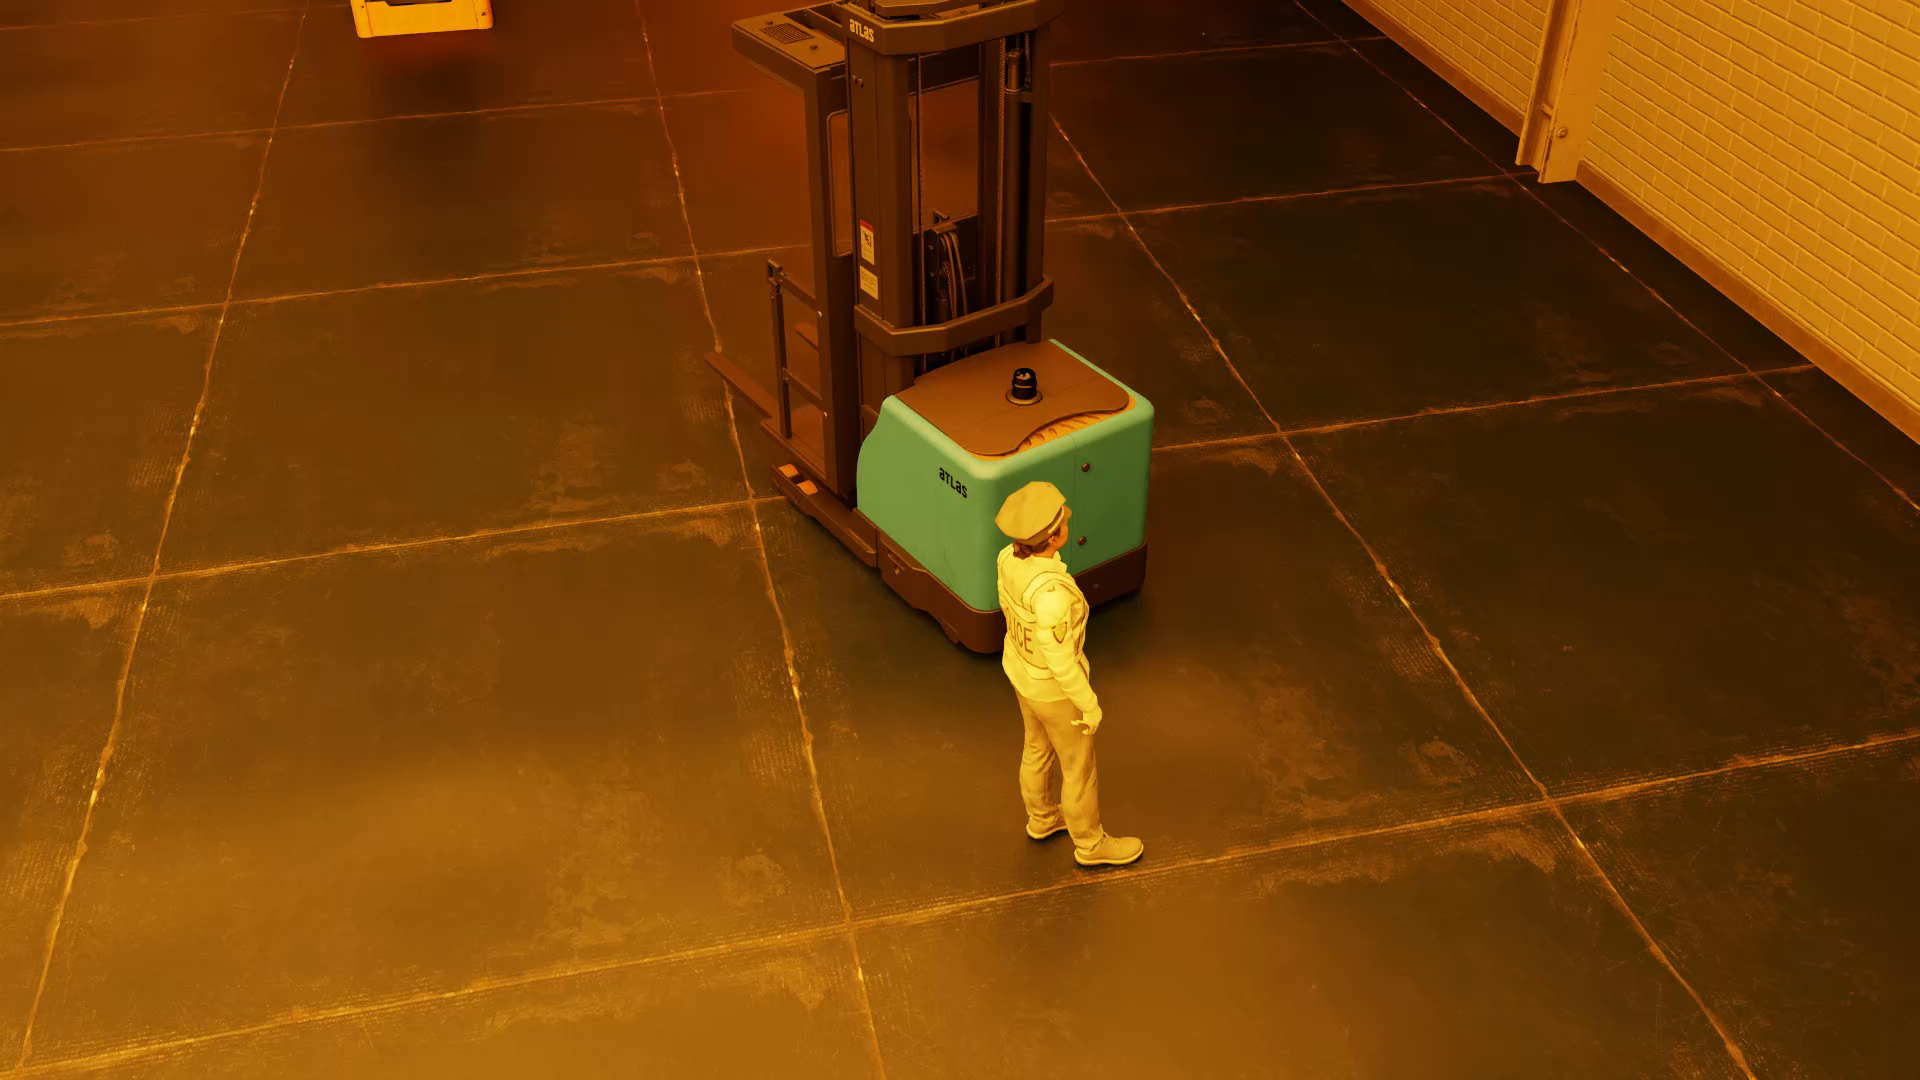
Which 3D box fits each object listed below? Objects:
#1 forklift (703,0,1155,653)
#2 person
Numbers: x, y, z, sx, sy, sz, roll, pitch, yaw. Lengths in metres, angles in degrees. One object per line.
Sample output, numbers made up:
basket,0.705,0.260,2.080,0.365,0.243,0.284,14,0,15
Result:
forklift,-0.350,-1.480,8.107,1.130,2.935,3.031,-22,41,-28
person,0.405,0.508,6.390,0.530,1.694,0.589,-14,38,-19
